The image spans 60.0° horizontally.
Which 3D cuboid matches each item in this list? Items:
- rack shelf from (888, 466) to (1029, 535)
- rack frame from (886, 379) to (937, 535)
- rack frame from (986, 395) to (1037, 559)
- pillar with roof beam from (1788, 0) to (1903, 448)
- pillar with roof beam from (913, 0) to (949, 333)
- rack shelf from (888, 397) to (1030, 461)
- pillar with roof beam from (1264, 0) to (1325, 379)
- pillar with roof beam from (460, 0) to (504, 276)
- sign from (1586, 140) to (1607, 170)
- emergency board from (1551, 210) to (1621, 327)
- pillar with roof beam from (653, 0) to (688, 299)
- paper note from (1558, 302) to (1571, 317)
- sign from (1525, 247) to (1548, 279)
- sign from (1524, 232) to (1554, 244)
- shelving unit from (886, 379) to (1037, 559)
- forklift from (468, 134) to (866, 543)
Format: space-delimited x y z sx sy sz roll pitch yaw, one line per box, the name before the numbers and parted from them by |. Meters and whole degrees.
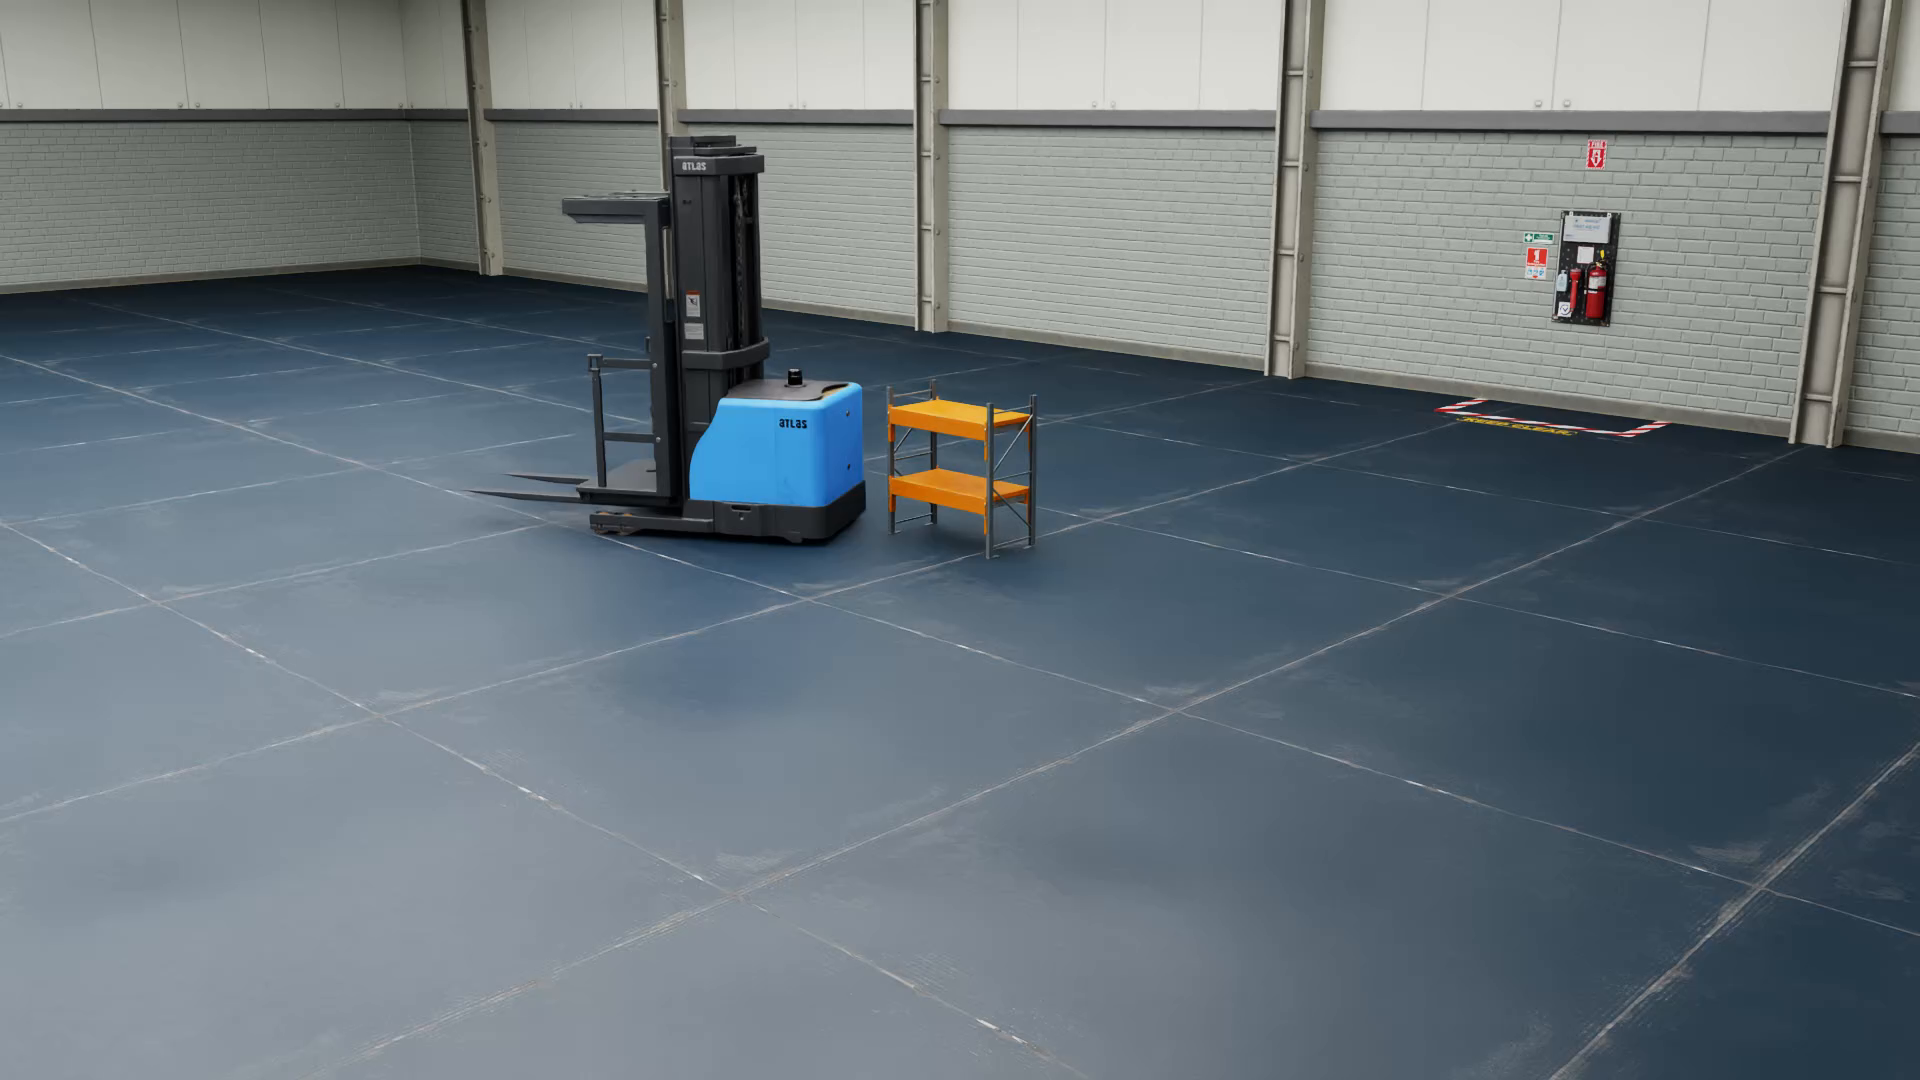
rack shelf | 0.005 -0.307 12.347 1.000 0.278 0.538 14 20 42
rack frame | -0.361 -0.632 12.627 0.032 1.125 0.500 14 20 42
rack frame | 0.371 -0.454 11.944 0.032 1.125 0.500 14 20 42
pillar with roof beam | 5.245 -4.504 11.872 0.400 9.000 9.100 14 20 42
pillar with roof beam | -3.394 -6.604 19.932 0.400 9.000 9.100 14 20 42
rack shelf | 0.005 -0.826 12.212 1.000 0.278 0.538 14 20 42
pillar with roof beam | 0.925 -5.554 15.902 0.400 9.000 9.100 14 20 42
pillar with roof beam | -12.032 -8.705 27.992 0.400 9.000 9.100 14 20 42
sign | 6.544 -3.963 17.096 0.199 0.298 0.001 14 20 42
emergency board | 6.480 -2.822 17.314 0.643 1.169 0.194 14 20 42
pillar with roof beam | -7.713 -7.654 23.962 0.400 9.000 9.100 14 20 42
paper note | 6.401 -2.439 17.592 0.142 0.148 0.016 14 20 42
sign | 6.154 -2.955 17.752 0.234 0.329 0.001 14 20 42
sign | 6.151 -3.209 17.676 0.331 0.109 0.001 14 20 42
shelving unit | 0.005 -0.543 12.286 1.048 1.125 0.538 14 20 42
forklift | -2.315 -1.575 12.665 3.031 2.935 1.130 4 15 14
